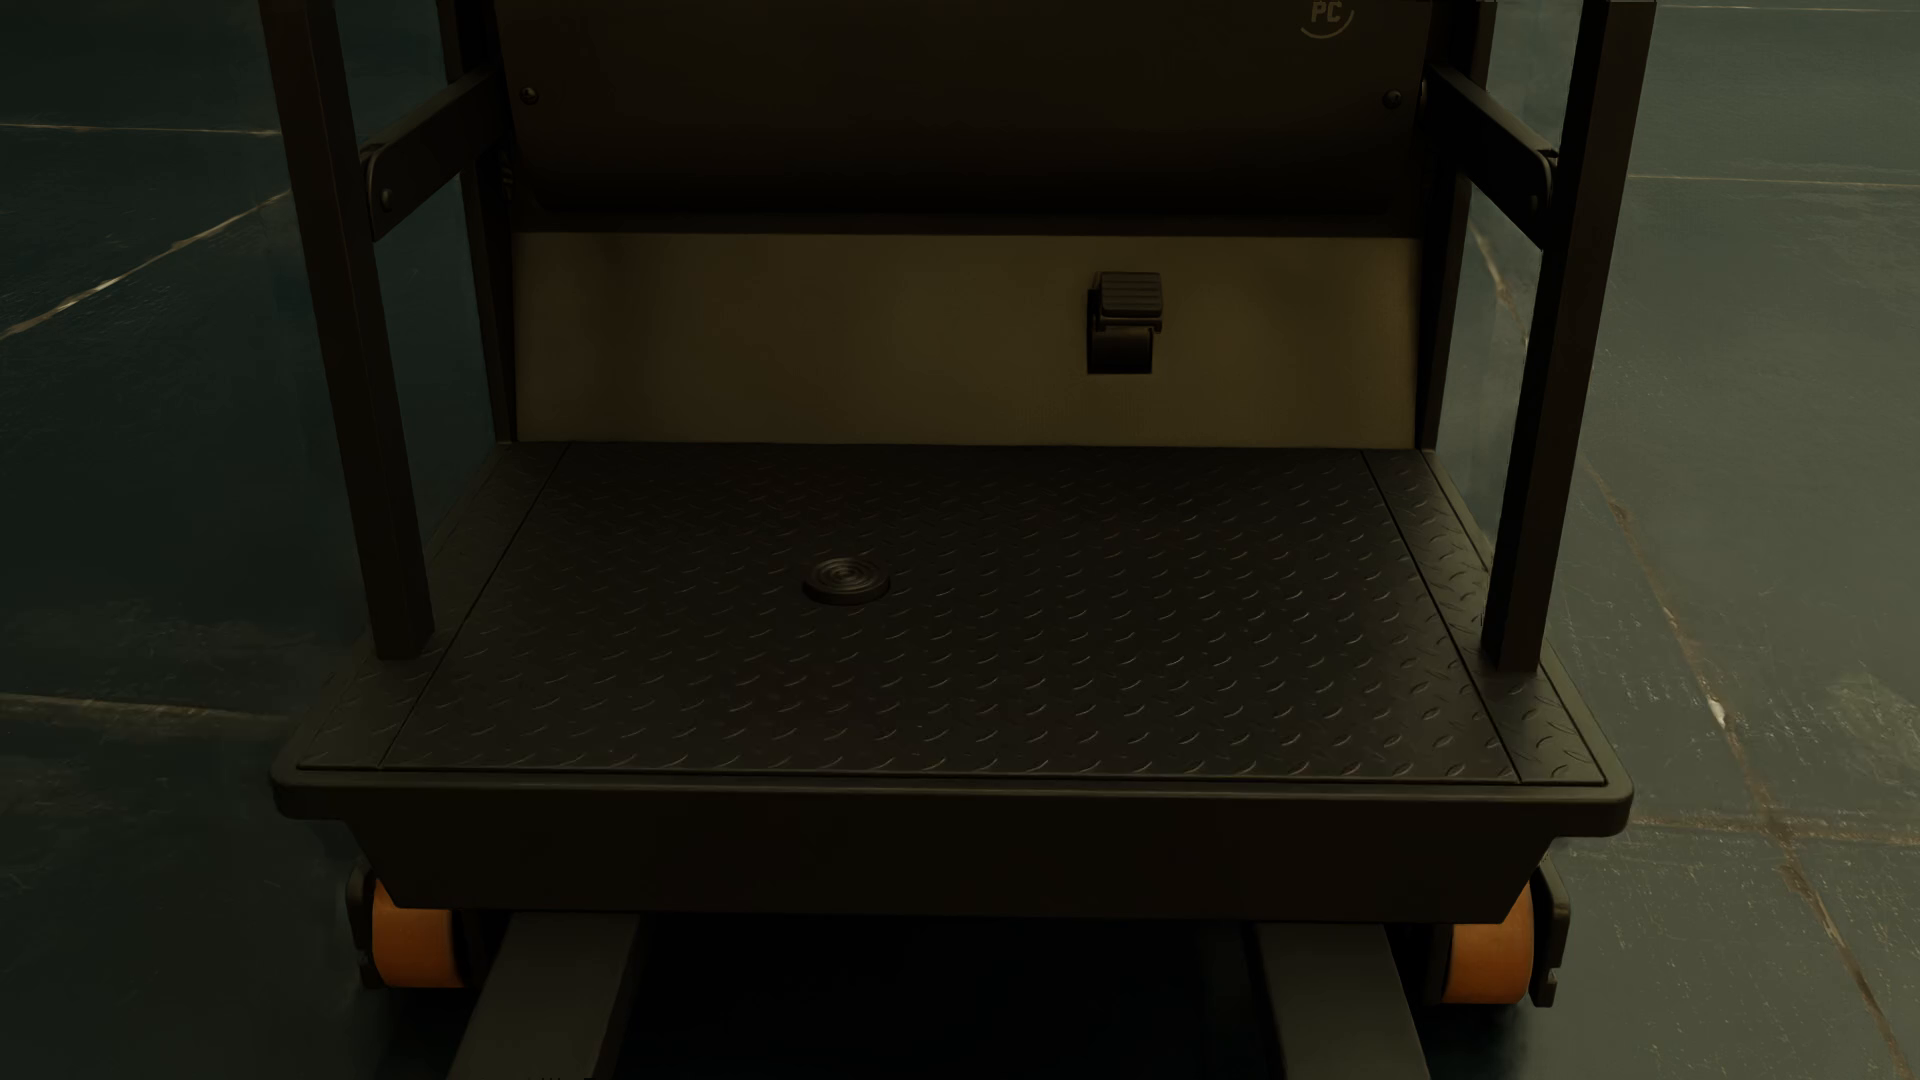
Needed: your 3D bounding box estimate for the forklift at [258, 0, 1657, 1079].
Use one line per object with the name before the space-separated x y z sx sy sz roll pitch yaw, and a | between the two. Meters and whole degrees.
forklift | -0.001 -1.007 1.236 1.130 2.935 3.031 1 27 1
